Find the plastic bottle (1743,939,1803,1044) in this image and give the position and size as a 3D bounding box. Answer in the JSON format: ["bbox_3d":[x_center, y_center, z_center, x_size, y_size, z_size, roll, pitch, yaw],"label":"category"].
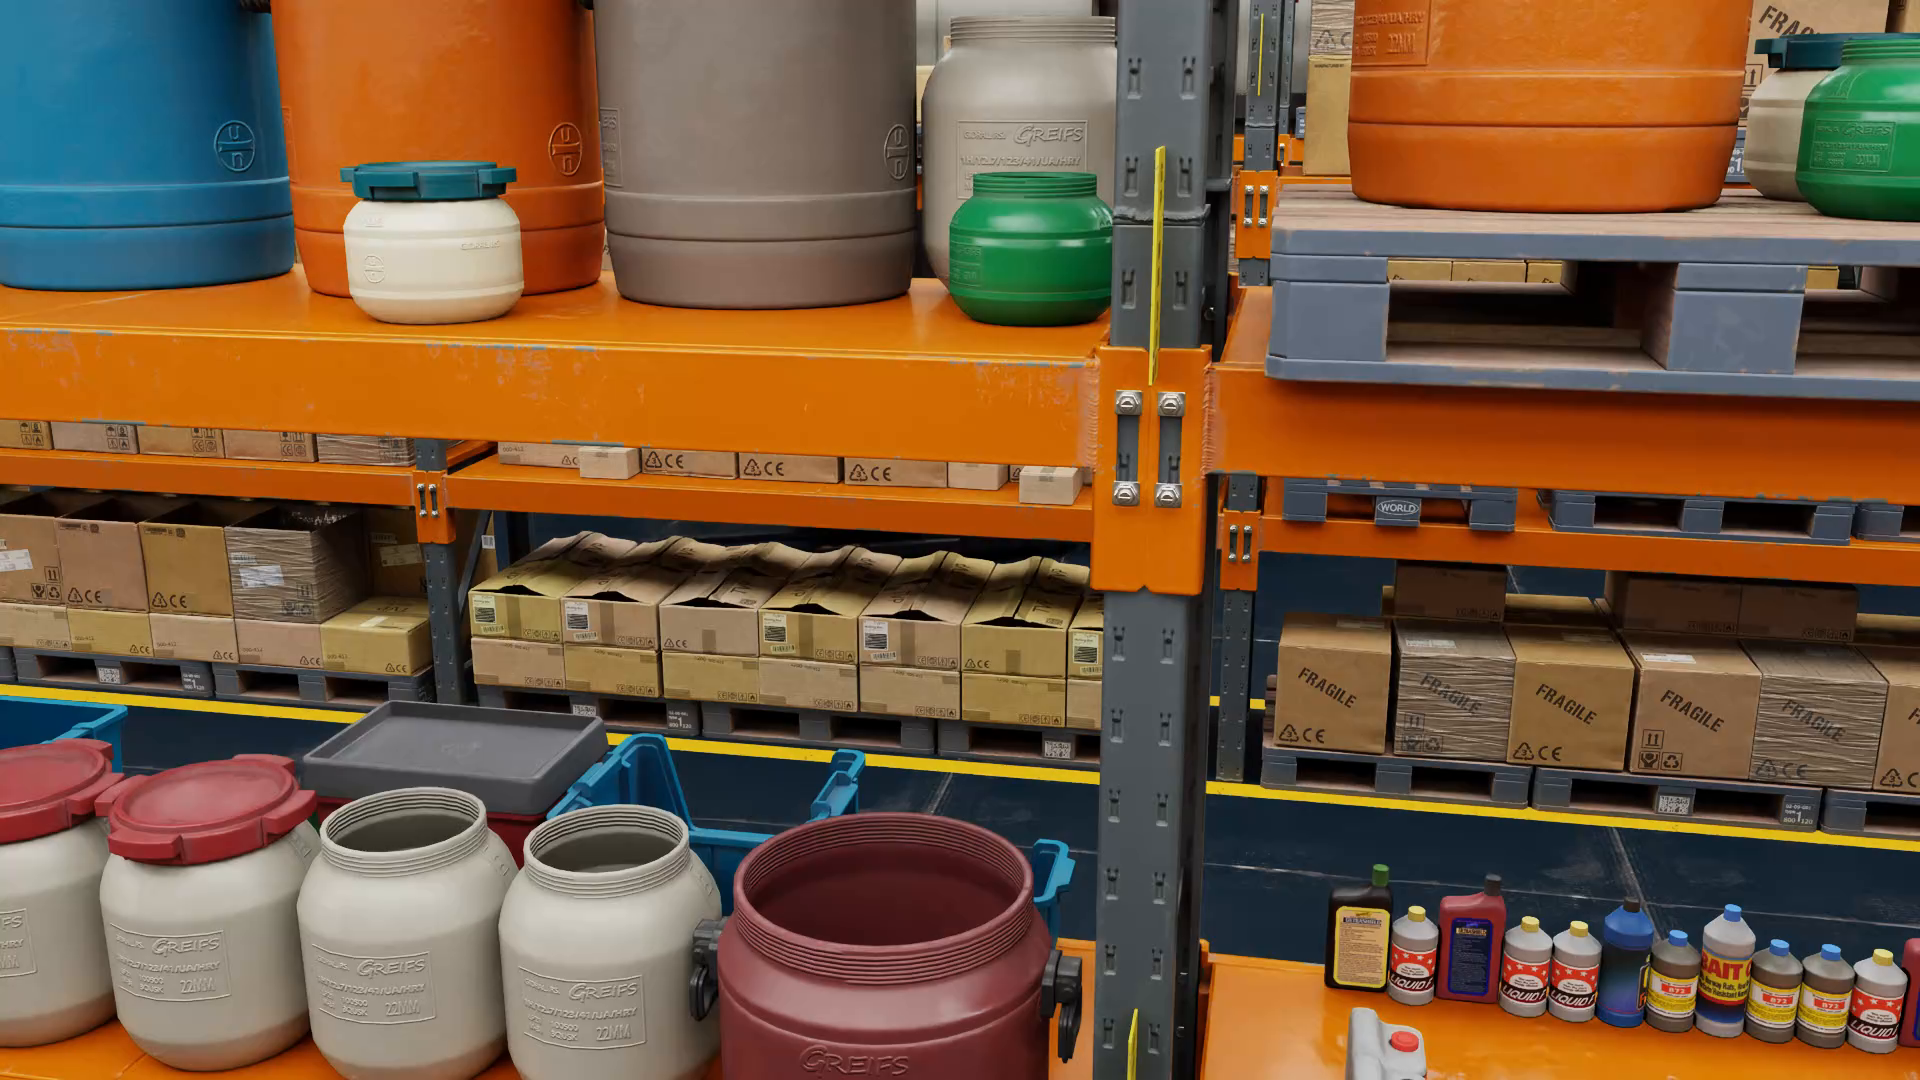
[{"bbox_3d":[1.674,0.921,3.421,0.097,0.201,0.097,0,15,0],"label":"plastic bottle"}]

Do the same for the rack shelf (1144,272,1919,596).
[{"bbox_3d":[2.340,-0.126,2.558,4.000,0.370,1.077,3,16,11],"label":"rack shelf"}]

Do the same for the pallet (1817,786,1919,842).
[{"bbox_3d":[4.486,1.094,7.648,1.213,0.211,1.003,3,16,11],"label":"pallet"}]

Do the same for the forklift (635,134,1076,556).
[{"bbox_3d":[-0.745,-1.363,11.423,3.031,2.935,1.130,-3,16,-12],"label":"forklift"}]

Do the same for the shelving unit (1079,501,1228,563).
[{"bbox_3d":[1.421,-0.677,11.625,1.048,1.500,0.538,6,17,22],"label":"shelving unit"}]

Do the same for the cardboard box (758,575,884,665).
[{"bbox_3d":[-0.687,0.379,8.319,0.500,0.311,0.500,4,16,13],"label":"cardboard box"}]

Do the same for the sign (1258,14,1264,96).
[{"bbox_3d":[1.252,-2.018,6.921,0.005,0.325,0.100,3,16,11],"label":"sign"}]

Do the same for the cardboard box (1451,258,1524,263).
[{"bbox_3d":[3.765,-2.143,11.921,0.500,0.250,0.500,3,16,11],"label":"cardboard box"}]

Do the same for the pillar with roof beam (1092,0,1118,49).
[{"bbox_3d":[0.395,-3.786,8.803,0.400,9.000,9.100,3,16,11],"label":"pillar with roof beam"}]

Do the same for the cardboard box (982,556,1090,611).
[{"bbox_3d":[0.400,0.293,8.631,0.500,0.311,0.500,3,16,10],"label":"cardboard box"}]

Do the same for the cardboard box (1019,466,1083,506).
[{"bbox_3d":[0.434,-0.284,7.869,0.250,0.149,0.380,3,16,11],"label":"cardboard box"}]

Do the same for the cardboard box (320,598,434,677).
[{"bbox_3d":[-3.047,0.513,8.886,0.500,0.250,0.500,3,16,11],"label":"cardboard box"}]

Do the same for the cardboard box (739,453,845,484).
[{"bbox_3d":[-0.793,-0.591,8.318,0.500,0.500,0.500,3,16,11],"label":"cardboard box"}]

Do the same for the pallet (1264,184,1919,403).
[{"bbox_3d":[1.110,-0.422,2.632,1.213,0.211,1.003,3,16,11],"label":"pallet"}]

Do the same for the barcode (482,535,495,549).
[{"bbox_3d":[-2.382,0.010,8.396,0.075,0.075,0.001,3,16,11],"label":"barcode"}]

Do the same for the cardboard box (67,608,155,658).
[{"bbox_3d":[-4.518,0.435,9.168,0.500,0.250,0.500,3,16,11],"label":"cardboard box"}]

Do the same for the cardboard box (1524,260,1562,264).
[{"bbox_3d":[4.267,-2.117,11.829,0.500,0.250,0.500,3,16,10],"label":"cardboard box"}]

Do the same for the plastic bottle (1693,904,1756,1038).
[{"bbox_3d":[1.578,0.882,3.430,0.097,0.271,0.097,0,15,0],"label":"plastic bottle"}]

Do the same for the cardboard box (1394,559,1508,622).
[{"bbox_3d":[2.390,0.192,8.134,0.500,0.250,0.500,4,16,13],"label":"cardboard box"}]

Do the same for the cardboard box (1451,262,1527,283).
[{"bbox_3d":[3.777,-1.777,12.006,0.500,0.500,0.500,3,16,11],"label":"cardboard box"}]

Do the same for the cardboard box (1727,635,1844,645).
[{"bbox_3d":[3.852,0.632,7.948,0.500,0.500,0.500,3,16,12],"label":"cardboard box"}]

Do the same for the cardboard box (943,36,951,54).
[{"bbox_3d":[0.163,-3.519,12.483,0.500,0.500,0.500,3,16,9],"label":"cardboard box"}]

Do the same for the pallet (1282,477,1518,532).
[{"bbox_3d":[2.049,-0.319,7.885,1.003,0.211,1.213,3,16,11],"label":"pallet"}]

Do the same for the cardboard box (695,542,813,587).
[{"bbox_3d":[-1.095,0.210,8.929,0.500,0.311,0.500,3,16,11],"label":"cardboard box"}]

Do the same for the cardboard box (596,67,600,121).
[{"bbox_3d":[-1.947,-2.183,8.128,0.500,0.250,0.500,5,16,17],"label":"cardboard box"}]

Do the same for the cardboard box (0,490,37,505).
[{"bbox_3d":[-5.497,0.019,9.264,0.500,0.500,0.500,3,16,11],"label":"cardboard box"}]

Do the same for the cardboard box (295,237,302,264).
[{"bbox_3d":[-2.985,-1.338,8.585,0.500,0.500,0.700,3,16,11],"label":"cardboard box"}]

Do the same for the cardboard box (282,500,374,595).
[{"bbox_3d":[-3.433,-0.012,9.376,0.500,0.500,0.500,3,16,11],"label":"cardboard box"}]

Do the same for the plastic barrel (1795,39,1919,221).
[{"bbox_3d":[1.372,-0.591,2.390,0.294,0.245,0.294,0,15,0],"label":"plastic barrel"}]

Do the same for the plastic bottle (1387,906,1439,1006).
[{"bbox_3d":[0.971,0.883,3.559,0.097,0.201,0.097,0,15,0],"label":"plastic bottle"}]

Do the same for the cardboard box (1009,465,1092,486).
[{"bbox_3d":[0.533,-0.485,8.290,0.500,0.311,0.500,3,16,10],"label":"cardboard box"}]

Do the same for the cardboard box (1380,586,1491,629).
[{"bbox_3d":[2.334,0.551,8.241,0.500,0.500,0.500,4,16,13],"label":"cardboard box"}]

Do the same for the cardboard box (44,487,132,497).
[{"bbox_3d":[-4.901,-0.094,9.671,0.500,0.500,0.500,3,16,11],"label":"cardboard box"}]

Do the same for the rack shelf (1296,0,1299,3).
[{"bbox_3d":[4.314,-3.971,11.567,4.000,0.370,1.077,3,16,11],"label":"rack shelf"}]

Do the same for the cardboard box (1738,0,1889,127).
[{"bbox_3d":[3.504,-2.077,7.092,0.600,0.600,0.600,2,16,9],"label":"cardboard box"}]

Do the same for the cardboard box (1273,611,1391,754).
[{"bbox_3d":[1.760,0.662,7.841,0.500,0.500,0.500,4,16,13],"label":"cardboard box"}]

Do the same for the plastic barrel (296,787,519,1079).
[{"bbox_3d":[-1.084,0.791,3.308,0.421,0.512,0.421,0,15,0],"label":"plastic barrel"}]

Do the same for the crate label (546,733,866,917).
[{"bbox_3d":[-0.540,0.725,3.688,0.616,0.435,0.502,3,16,11],"label":"crate label"}]

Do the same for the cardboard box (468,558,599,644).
[{"bbox_3d":[-2.194,0.297,8.613,0.500,0.311,0.500,3,16,11],"label":"cardboard box"}]

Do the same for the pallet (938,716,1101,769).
[{"bbox_3d":[0.572,0.860,8.491,1.213,0.211,1.003,3,16,11],"label":"pallet"}]

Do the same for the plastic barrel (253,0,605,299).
[{"bbox_3d":[-1.023,-0.922,3.277,0.708,0.830,0.600,3,16,11],"label":"plastic barrel"}]

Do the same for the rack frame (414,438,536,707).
[{"bbox_3d":[-2.549,-0.642,8.692,0.127,3.000,1.000,3,16,11],"label":"rack frame"}]

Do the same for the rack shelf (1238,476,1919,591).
[{"bbox_3d":[3.331,0.024,7.636,4.000,0.370,1.077,3,16,11],"label":"rack shelf"}]

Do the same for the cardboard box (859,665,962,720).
[{"bbox_3d":[-0.192,0.675,8.300,0.500,0.250,0.500,3,16,12],"label":"cardboard box"}]

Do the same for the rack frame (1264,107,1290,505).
[{"bbox_3d":[2.354,-1.726,12.603,0.127,3.000,1.000,3,16,11],"label":"rack frame"}]

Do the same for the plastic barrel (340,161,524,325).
[{"bbox_3d":[-0.913,-0.519,2.888,0.301,0.262,0.301,0,15,0],"label":"plastic barrel"}]

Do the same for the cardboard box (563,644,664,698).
[{"bbox_3d":[-1.703,0.594,8.592,0.500,0.250,0.500,4,16,12],"label":"cardboard box"}]

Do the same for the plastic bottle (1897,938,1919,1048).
[{"bbox_3d":[1.981,0.893,3.368,0.133,0.283,0.061,3,16,11],"label":"plastic bottle"}]

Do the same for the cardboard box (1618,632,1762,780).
[{"bbox_3d":[3.277,0.743,7.550,0.500,0.500,0.500,3,16,9],"label":"cardboard box"}]

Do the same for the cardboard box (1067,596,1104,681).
[{"bbox_3d":[0.808,0.459,8.028,0.500,0.311,0.500,4,16,13],"label":"cardboard box"}]

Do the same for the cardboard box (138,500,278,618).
[{"bbox_3d":[-4.025,0.096,8.985,0.500,0.500,0.500,3,16,11],"label":"cardboard box"}]

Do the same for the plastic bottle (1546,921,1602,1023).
[{"bbox_3d":[1.292,0.900,3.496,0.097,0.201,0.097,0,15,0],"label":"plastic bottle"}]

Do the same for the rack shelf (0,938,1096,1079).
[{"bbox_3d":[-1.580,1.106,3.727,4.000,0.370,1.077,3,16,11],"label":"rack shelf"}]

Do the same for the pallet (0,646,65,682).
[{"bbox_3d":[-5.711,0.518,9.725,1.213,0.211,1.003,3,16,11],"label":"pallet"}]

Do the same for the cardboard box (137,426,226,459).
[{"bbox_3d":[-3.994,-0.767,8.953,0.500,0.500,0.700,3,16,12],"label":"cardboard box"}]

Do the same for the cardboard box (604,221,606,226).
[{"bbox_3d":[-2.978,-2.373,13.779,0.500,0.500,0.500,4,16,13],"label":"cardboard box"}]

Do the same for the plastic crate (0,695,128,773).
[{"bbox_3d":[-2.397,0.638,4.099,0.575,0.384,0.392,3,16,11],"label":"plastic crate"}]
